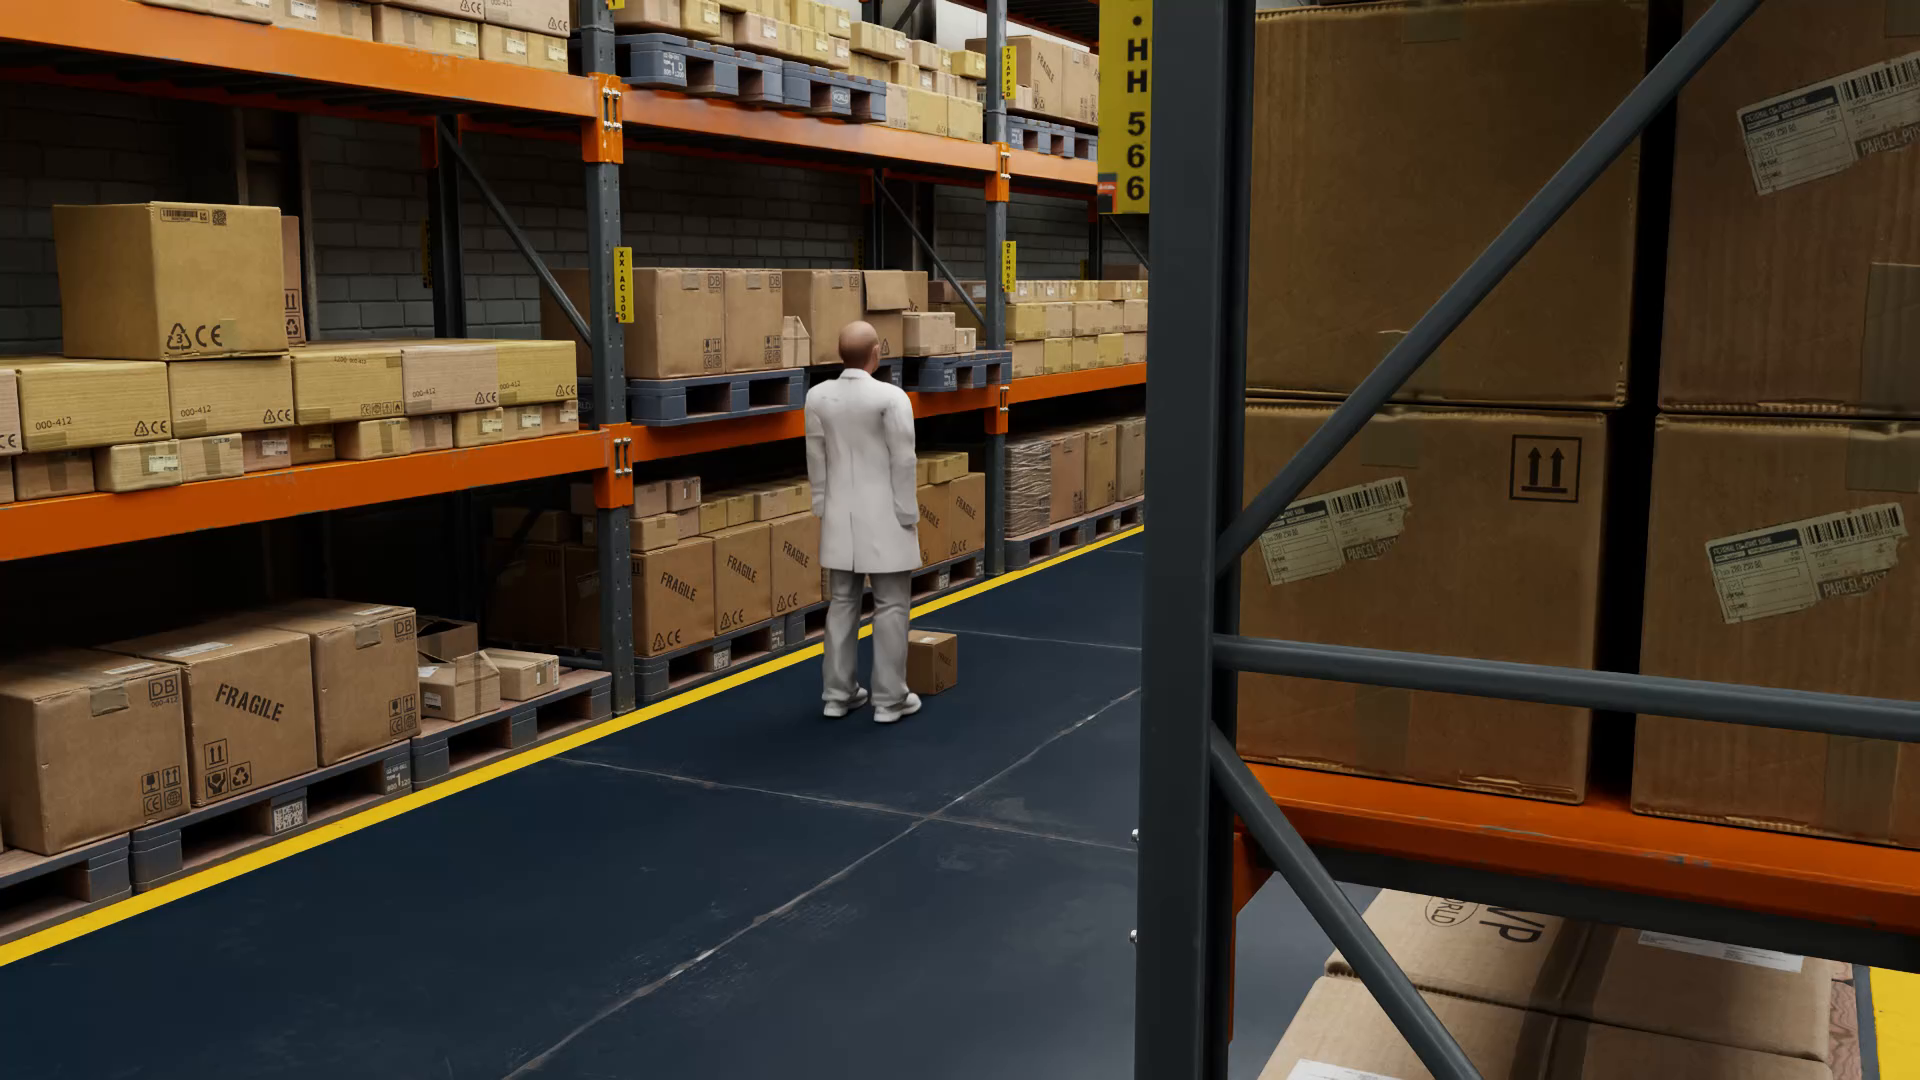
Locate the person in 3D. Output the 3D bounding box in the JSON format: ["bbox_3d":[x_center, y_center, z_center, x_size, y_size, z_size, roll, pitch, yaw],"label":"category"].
[{"bbox_3d":[-0.424,-0.090,7.484,0.558,1.779,0.390,4,10,26],"label":"person"}]
